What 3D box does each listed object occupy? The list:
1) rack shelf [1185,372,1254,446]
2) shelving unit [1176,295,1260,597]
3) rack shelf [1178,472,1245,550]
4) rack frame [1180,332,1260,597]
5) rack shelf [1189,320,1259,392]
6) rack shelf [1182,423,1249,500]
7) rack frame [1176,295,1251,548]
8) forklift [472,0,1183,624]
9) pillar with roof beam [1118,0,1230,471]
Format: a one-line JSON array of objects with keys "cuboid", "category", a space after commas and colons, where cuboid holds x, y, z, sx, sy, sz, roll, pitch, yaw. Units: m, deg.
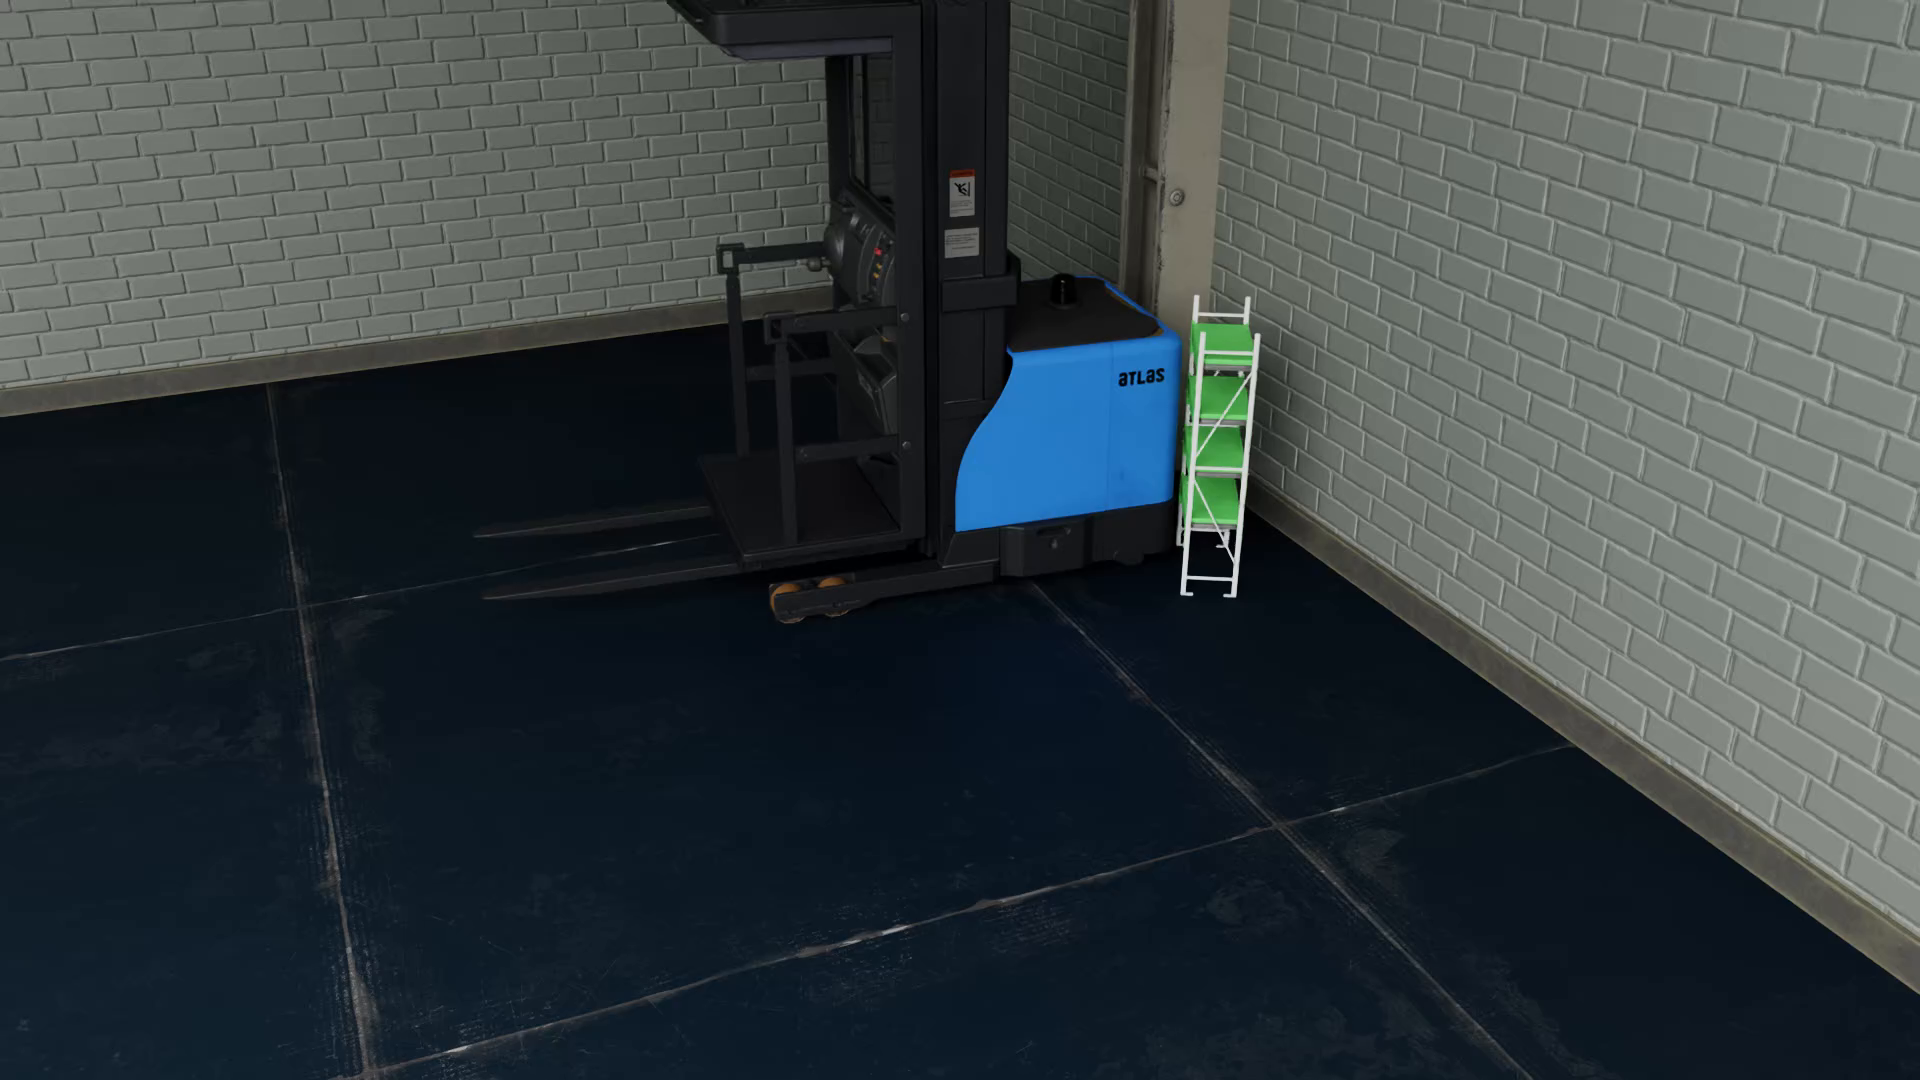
[{"cuboid": [1.108, -0.563, 7.131, 0.258, 0.148, 0.480, 2, 26, 4], "category": "rack shelf"}, {"cuboid": [1.107, -0.405, 7.209, 0.258, 1.200, 0.503, 2, 26, 4], "category": "shelving unit"}, {"cuboid": [1.104, -0.132, 7.342, 0.258, 0.148, 0.480, 2, 26, 4], "category": "rack shelf"}, {"cuboid": [1.088, -0.298, 6.990, 0.240, 1.200, 0.015, 2, 26, 4], "category": "rack frame"}, {"cuboid": [1.111, -0.779, 7.026, 0.258, 0.148, 0.480, 2, 26, 4], "category": "rack shelf"}, {"cuboid": [1.106, -0.347, 7.237, 0.258, 0.148, 0.480, 2, 26, 4], "category": "rack shelf"}, {"cuboid": [1.126, -0.511, 7.427, 0.240, 1.200, 0.015, 2, 26, 4], "category": "rack frame"}, {"cuboid": [-0.605, -1.223, 6.914, 3.031, 2.935, 1.130, -8, 27, -16], "category": "forklift"}, {"cuboid": [-2.954, -3.732, 5.137, 9.100, 9.000, 0.400, -11, 28, -21], "category": "pillar with roof beam"}]
